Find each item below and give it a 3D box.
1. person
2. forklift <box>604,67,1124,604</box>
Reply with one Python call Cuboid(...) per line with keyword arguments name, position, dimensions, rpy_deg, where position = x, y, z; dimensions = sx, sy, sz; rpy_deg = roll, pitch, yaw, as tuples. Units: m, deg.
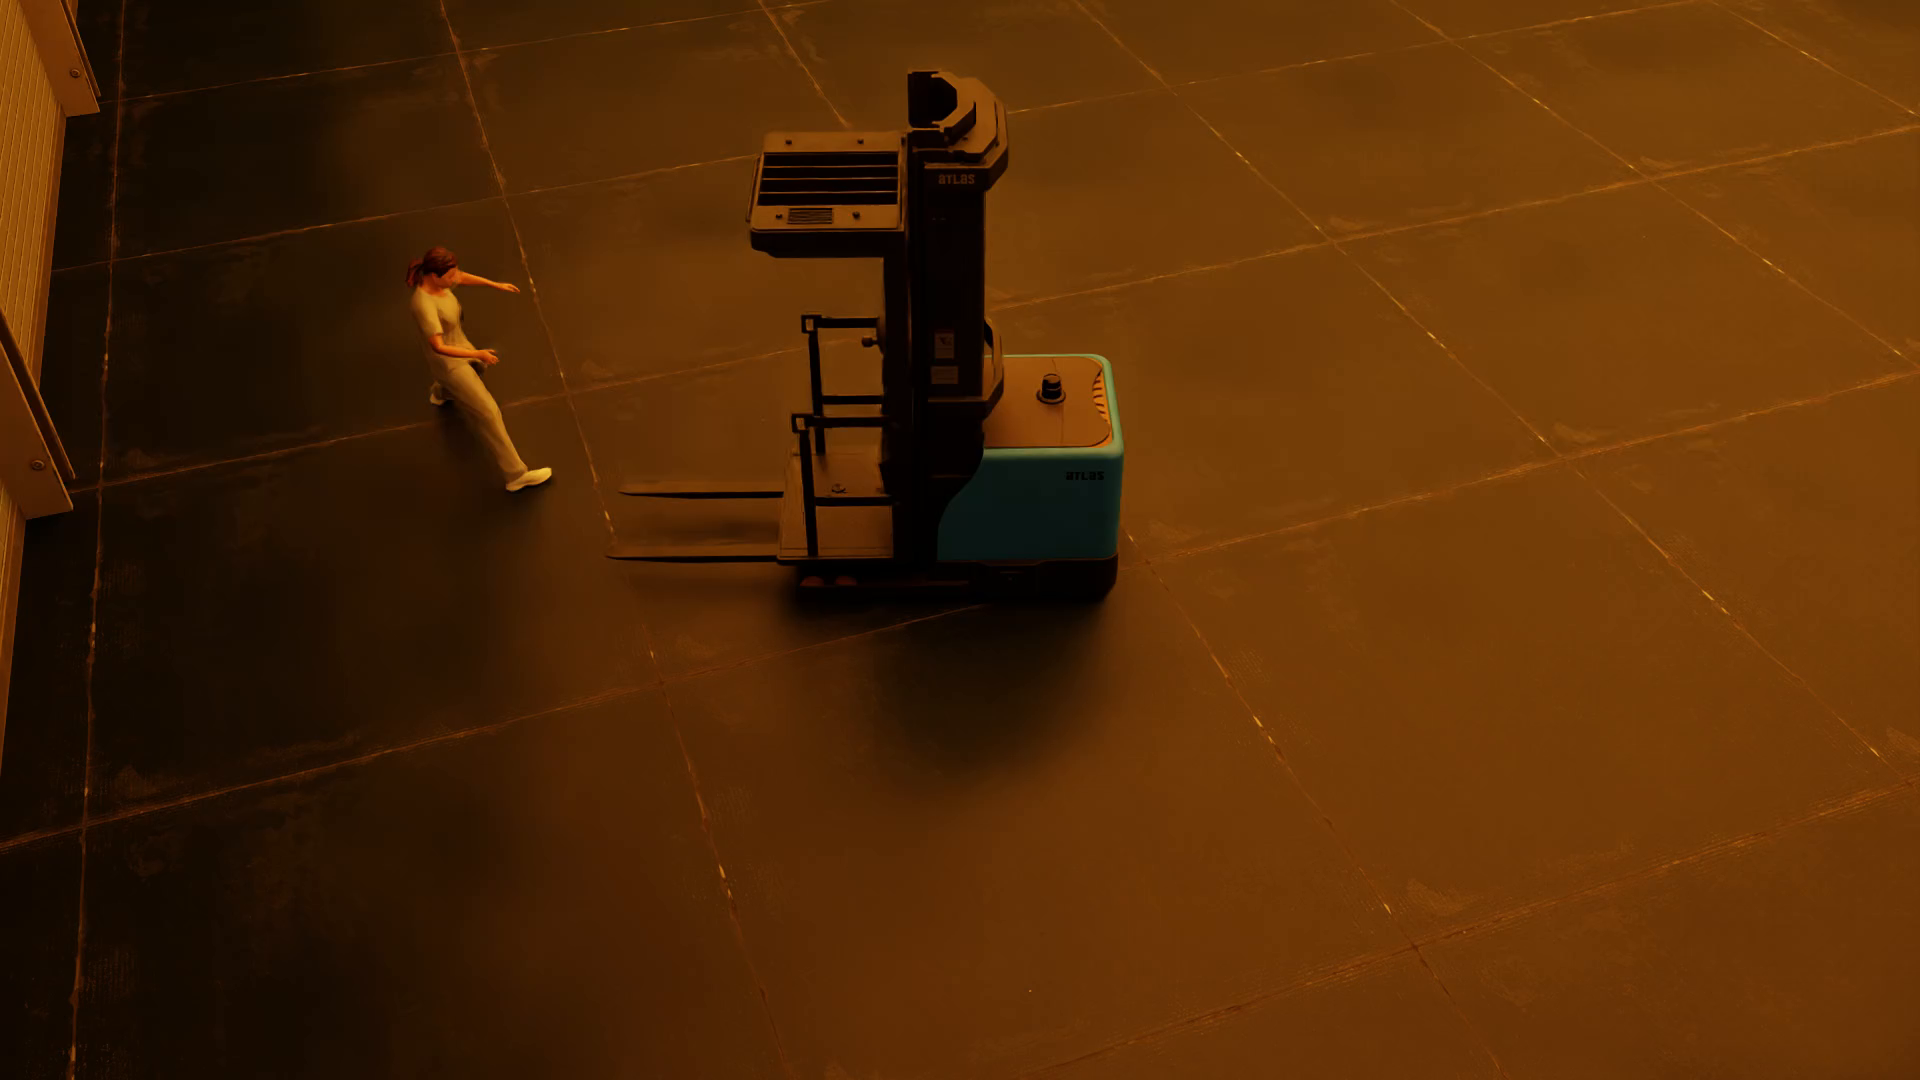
Cuboid(name="person", position=(-3.115, -1.241, 10.597), dimensions=(0.902, 1.478, 1.199), rpy_deg=(-3, 40, -3))
Cuboid(name="forklift", position=(-0.595, -1.089, 9.294), dimensions=(3.031, 2.935, 1.130), rpy_deg=(-1, 40, -1))
